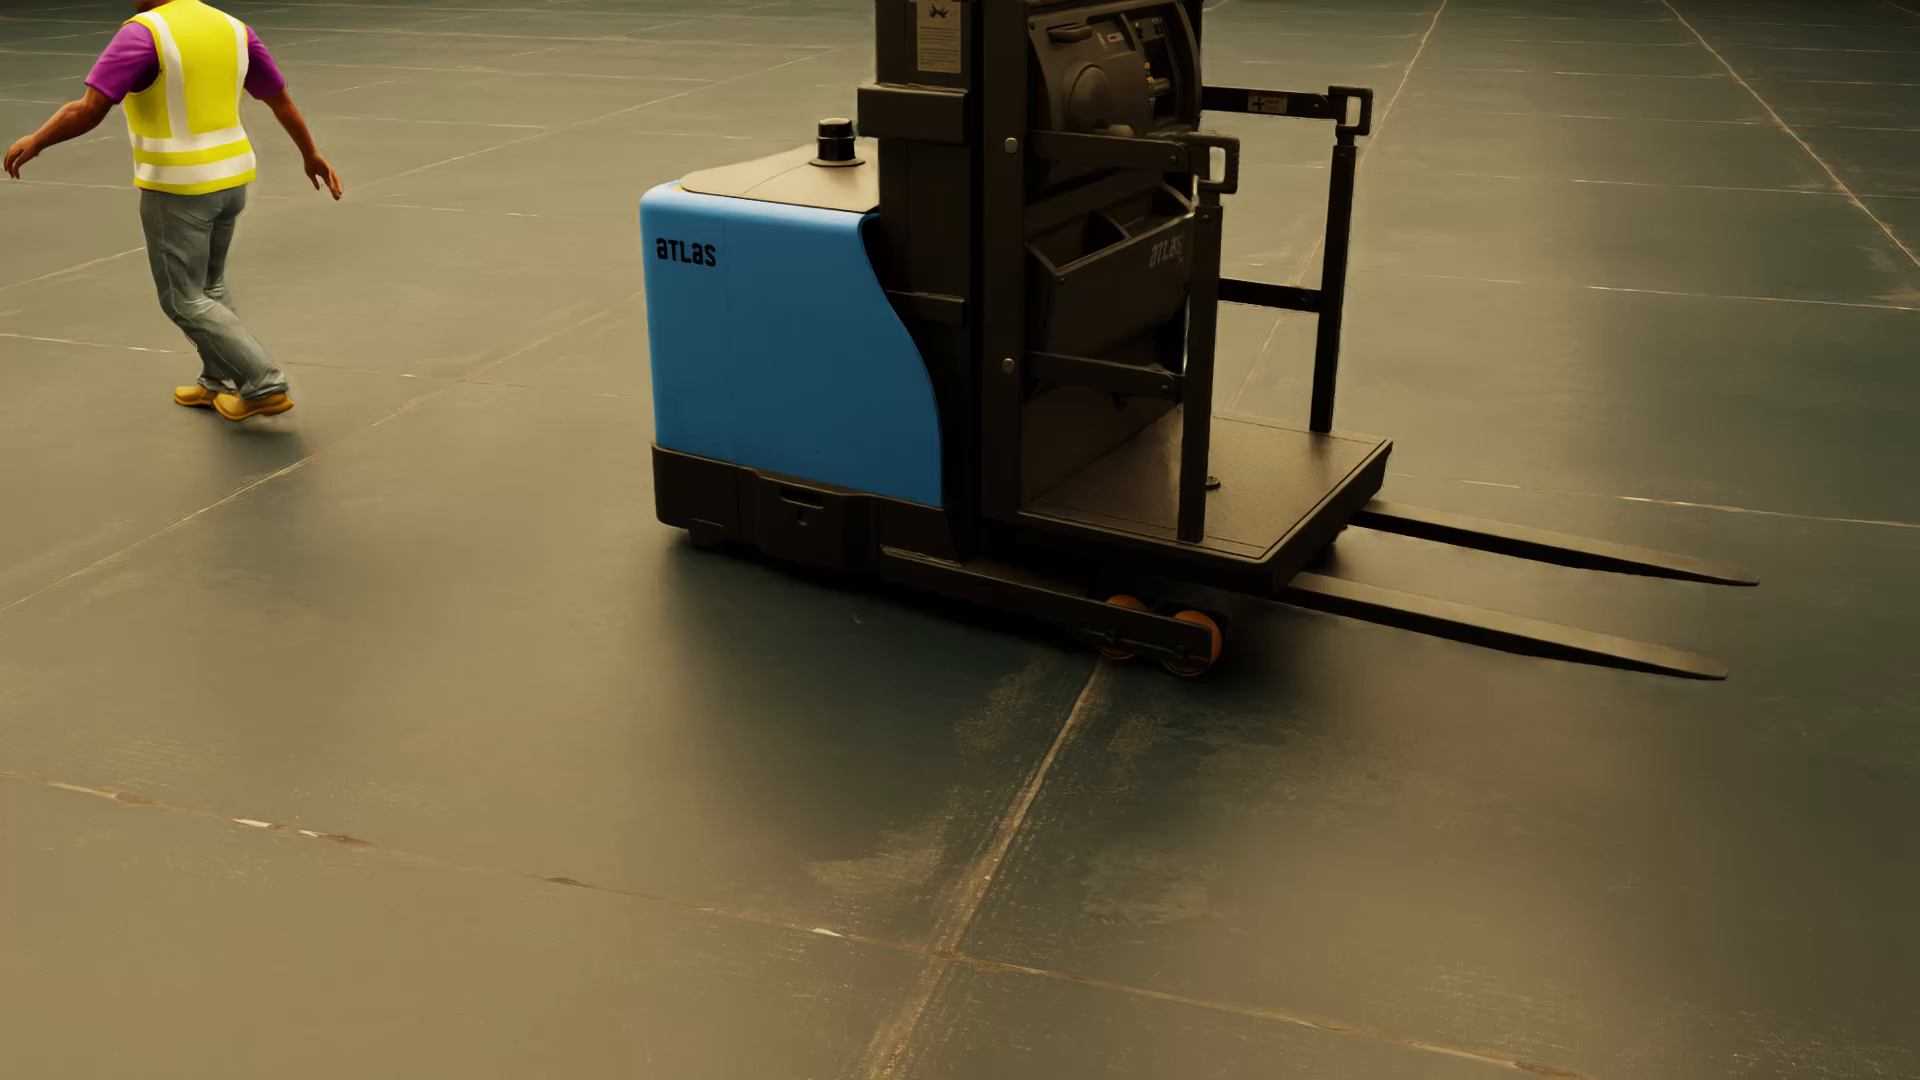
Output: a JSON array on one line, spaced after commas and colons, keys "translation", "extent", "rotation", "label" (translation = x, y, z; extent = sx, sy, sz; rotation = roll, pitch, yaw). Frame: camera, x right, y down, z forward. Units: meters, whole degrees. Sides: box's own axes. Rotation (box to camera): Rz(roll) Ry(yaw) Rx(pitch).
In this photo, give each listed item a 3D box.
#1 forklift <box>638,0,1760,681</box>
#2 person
[{"translation": [0.597, -1.235, 4.272], "extent": [3.031, 2.935, 1.130], "rotation": [13, 26, 28], "label": "forklift"}, {"translation": [-2.743, -1.283, 5.951], "extent": [0.739, 1.745, 0.982], "rotation": [8, 24, 18], "label": "person"}]
